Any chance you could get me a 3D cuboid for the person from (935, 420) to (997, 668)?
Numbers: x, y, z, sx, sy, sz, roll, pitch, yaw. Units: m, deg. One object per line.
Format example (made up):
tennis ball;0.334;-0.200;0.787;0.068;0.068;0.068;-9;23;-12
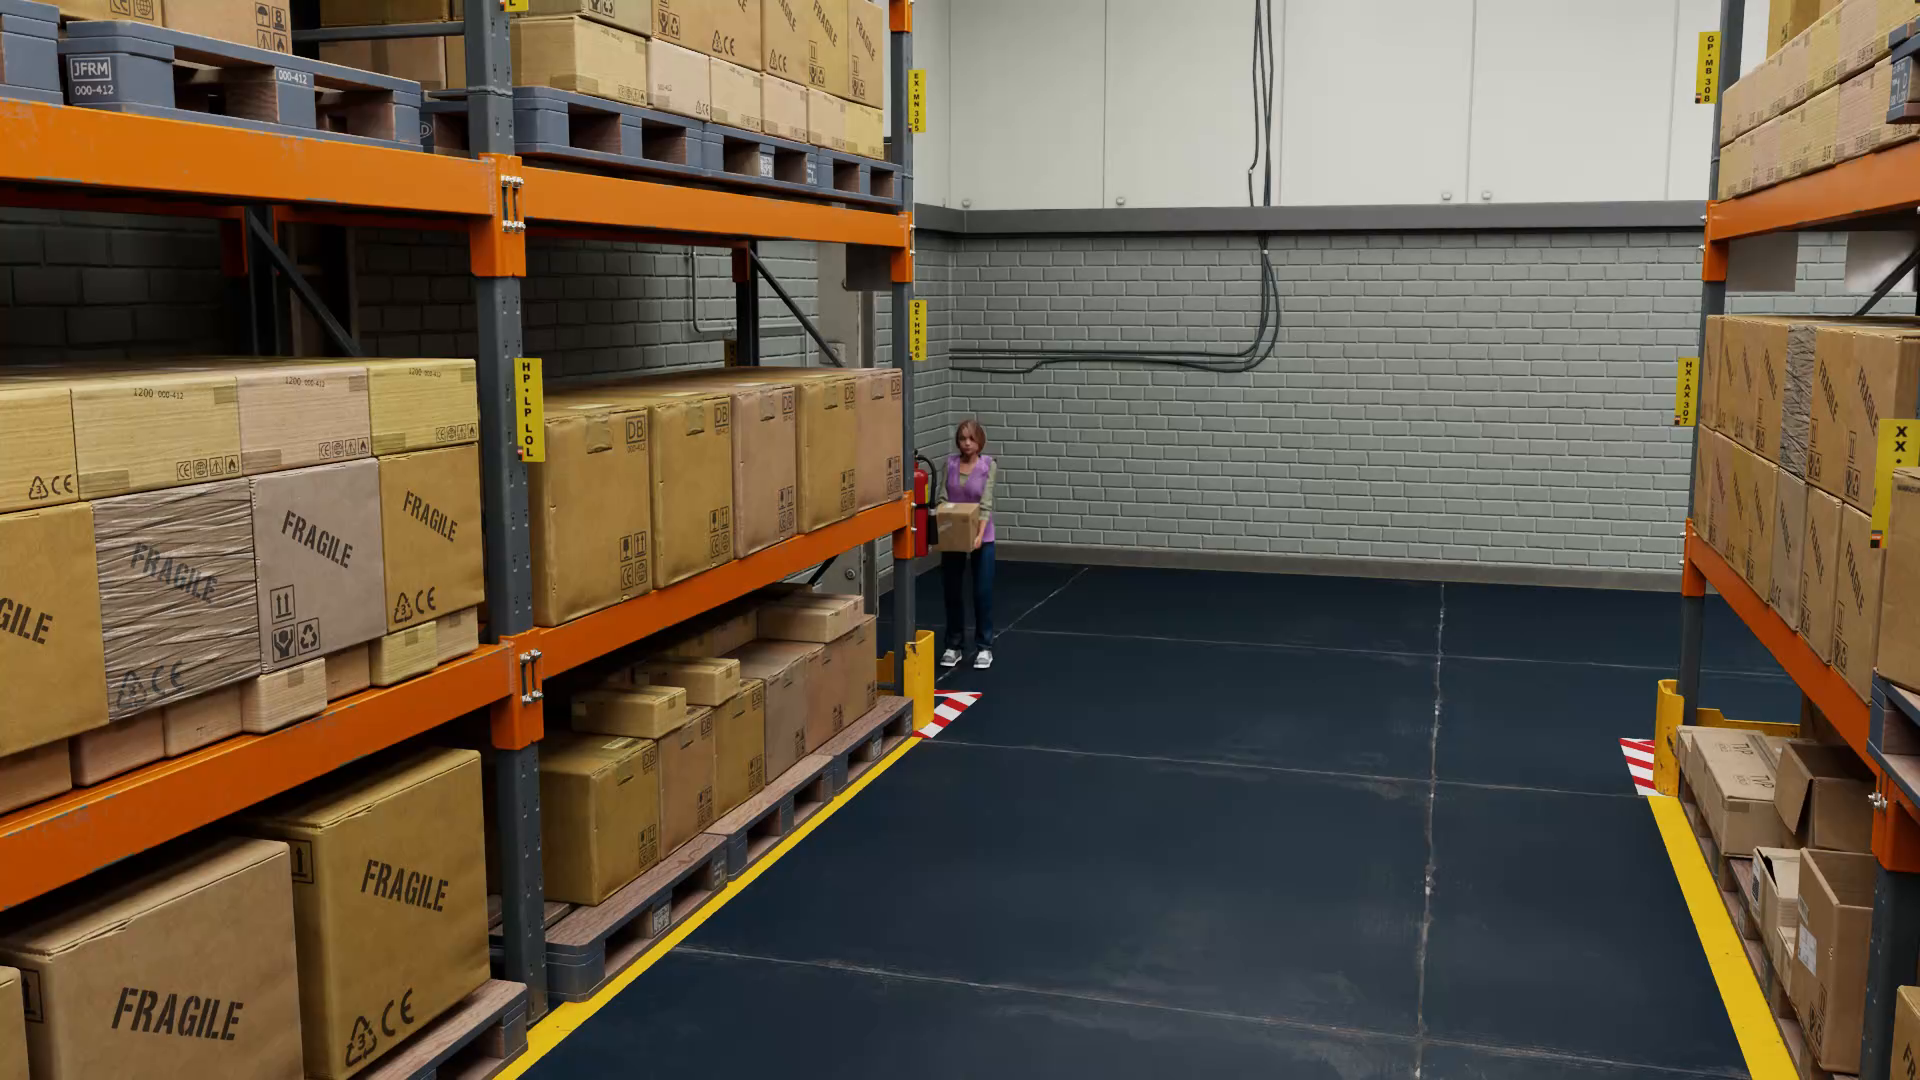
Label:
person;0.035;0.035;10.658;0.375;1.599;0.500;2;9;15
